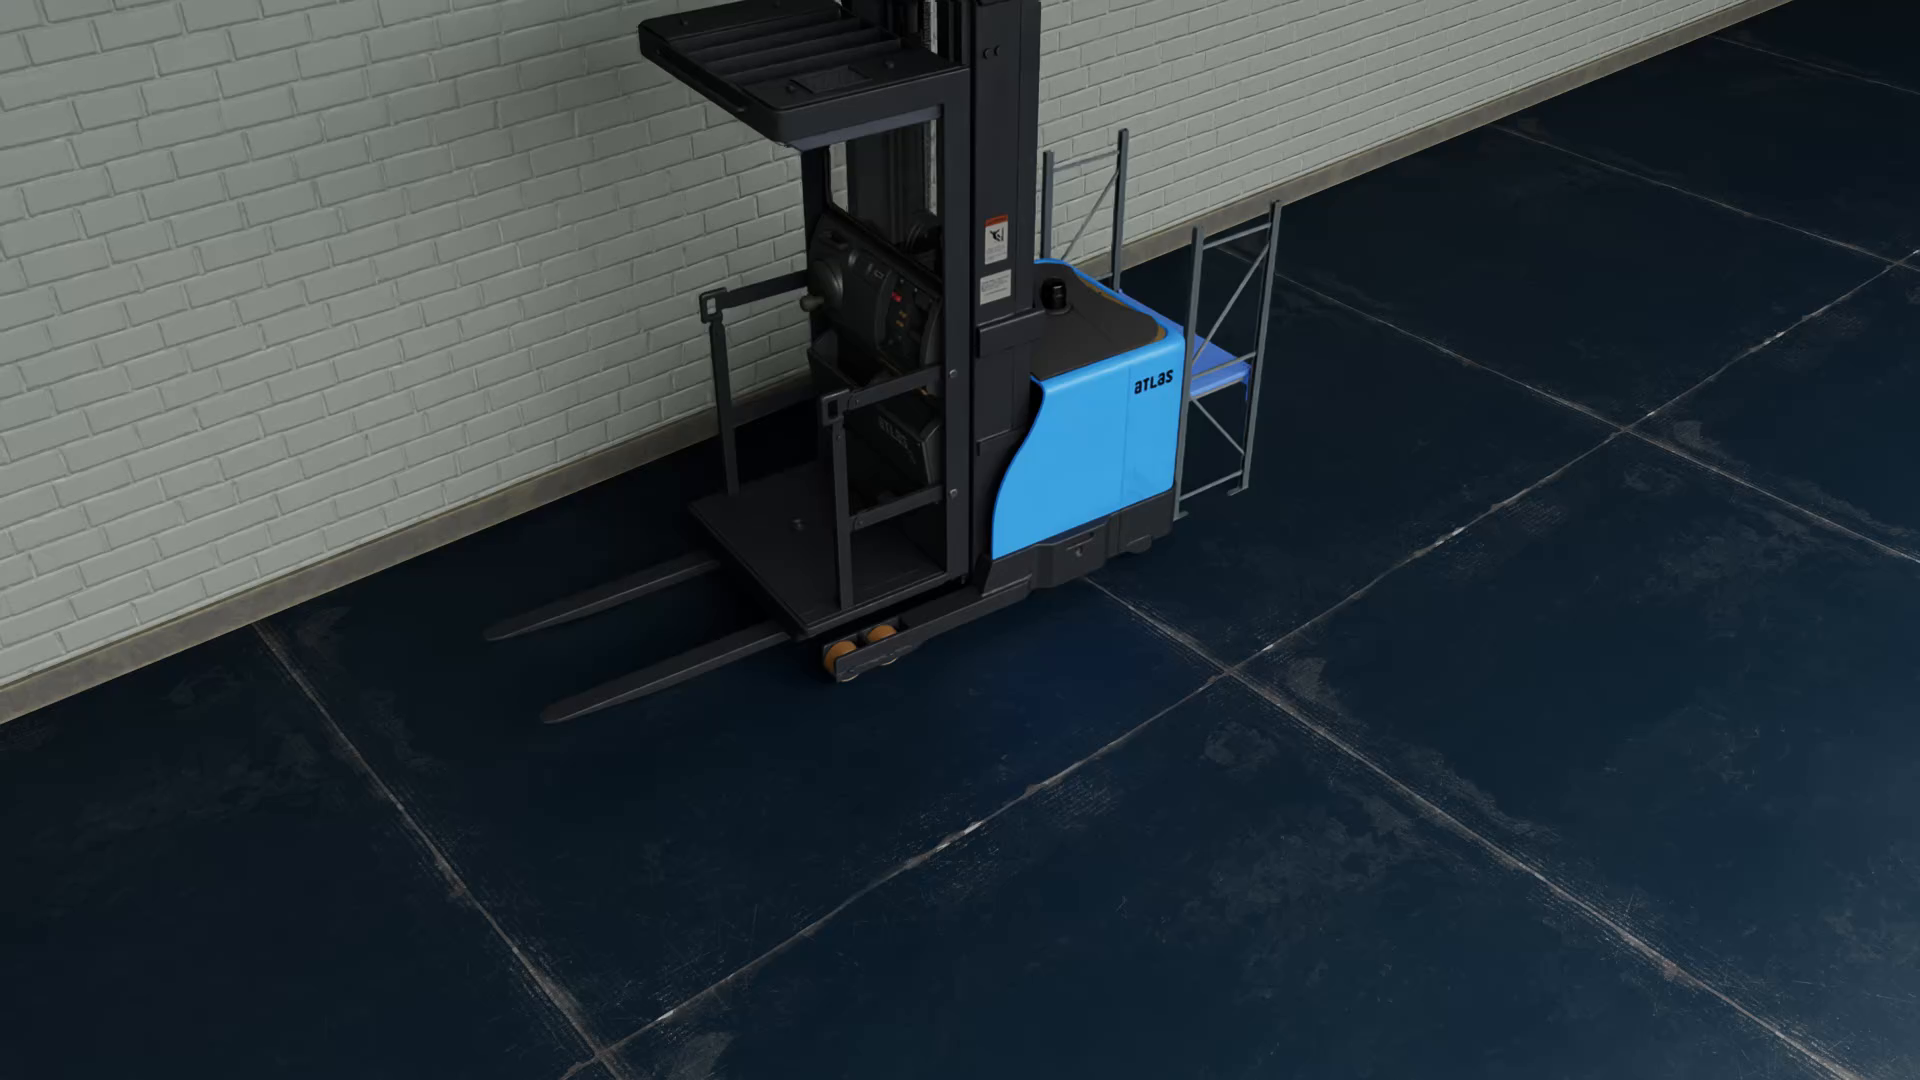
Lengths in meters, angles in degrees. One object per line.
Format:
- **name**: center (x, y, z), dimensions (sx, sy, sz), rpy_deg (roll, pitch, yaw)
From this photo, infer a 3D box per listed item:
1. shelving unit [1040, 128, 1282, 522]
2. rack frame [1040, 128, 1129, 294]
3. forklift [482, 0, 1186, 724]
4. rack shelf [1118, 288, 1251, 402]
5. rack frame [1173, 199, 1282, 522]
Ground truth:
- **shelving unit**: center (0.894, -1.025, 7.899), dimensions (0.538, 1.500, 1.048), rpy_deg (-23, 41, -29)
- **rack frame**: center (0.595, -1.263, 8.235), dimensions (0.500, 1.500, 0.032), rpy_deg (-23, 41, -29)
- **forklift**: center (-0.521, -0.957, 6.565), dimensions (3.031, 2.935, 1.130), rpy_deg (-21, 40, -27)
- **rack shelf**: center (0.894, -0.878, 8.003), dimensions (0.538, 0.185, 1.000), rpy_deg (-23, 41, -29)
- **rack frame**: center (1.193, -0.787, 7.564), dimensions (0.500, 1.500, 0.032), rpy_deg (-23, 41, -29)
